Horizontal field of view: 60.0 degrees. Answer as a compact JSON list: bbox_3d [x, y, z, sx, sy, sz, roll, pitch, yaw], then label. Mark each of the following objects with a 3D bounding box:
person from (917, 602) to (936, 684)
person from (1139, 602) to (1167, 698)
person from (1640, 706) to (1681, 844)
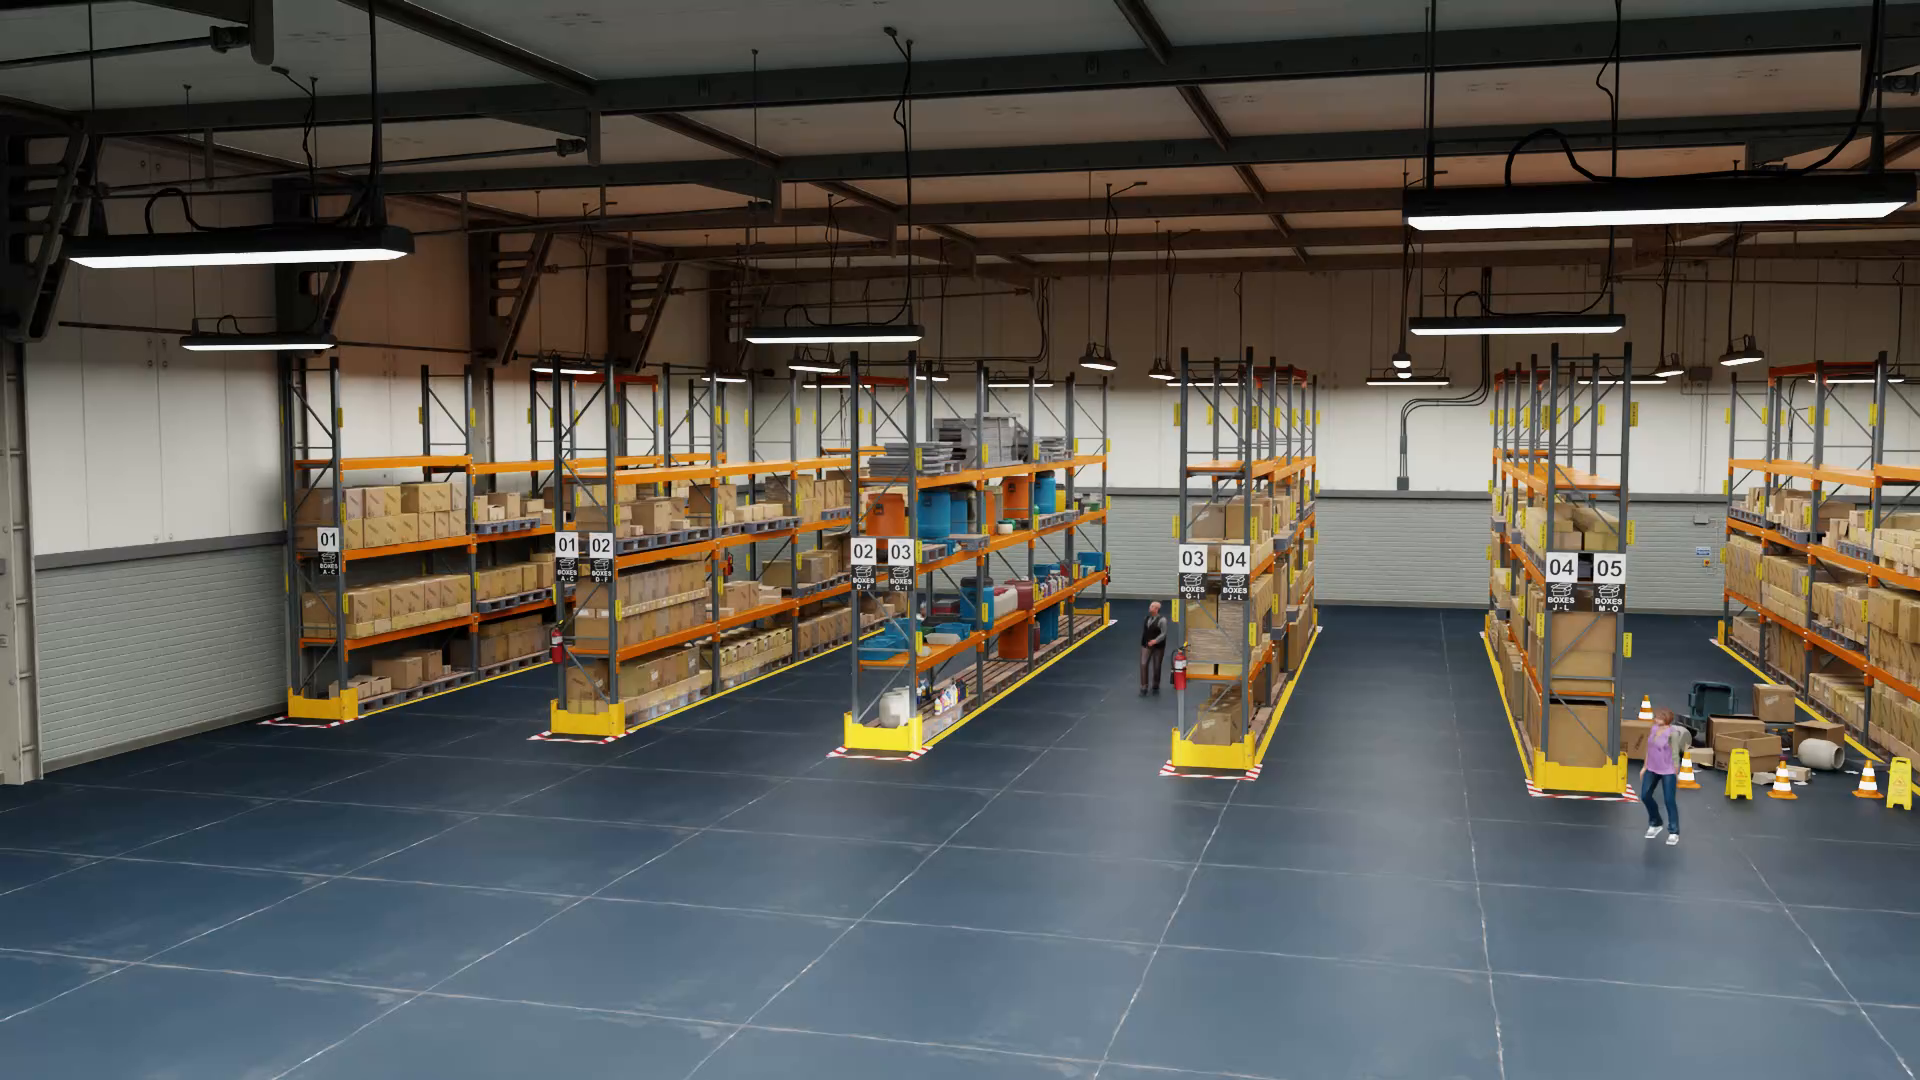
[{"bbox_3d":[-0.695,1.967,30.655,0.520,1.607,0.595,1,4,12],"label":"person"},{"bbox_3d":[3.518,1.963,30.102,0.493,1.700,0.992,1,4,15],"label":"person"},{"bbox_3d":[8.284,2.758,19.607,0.332,1.589,0.469,-2,5,-25],"label":"person"}]
